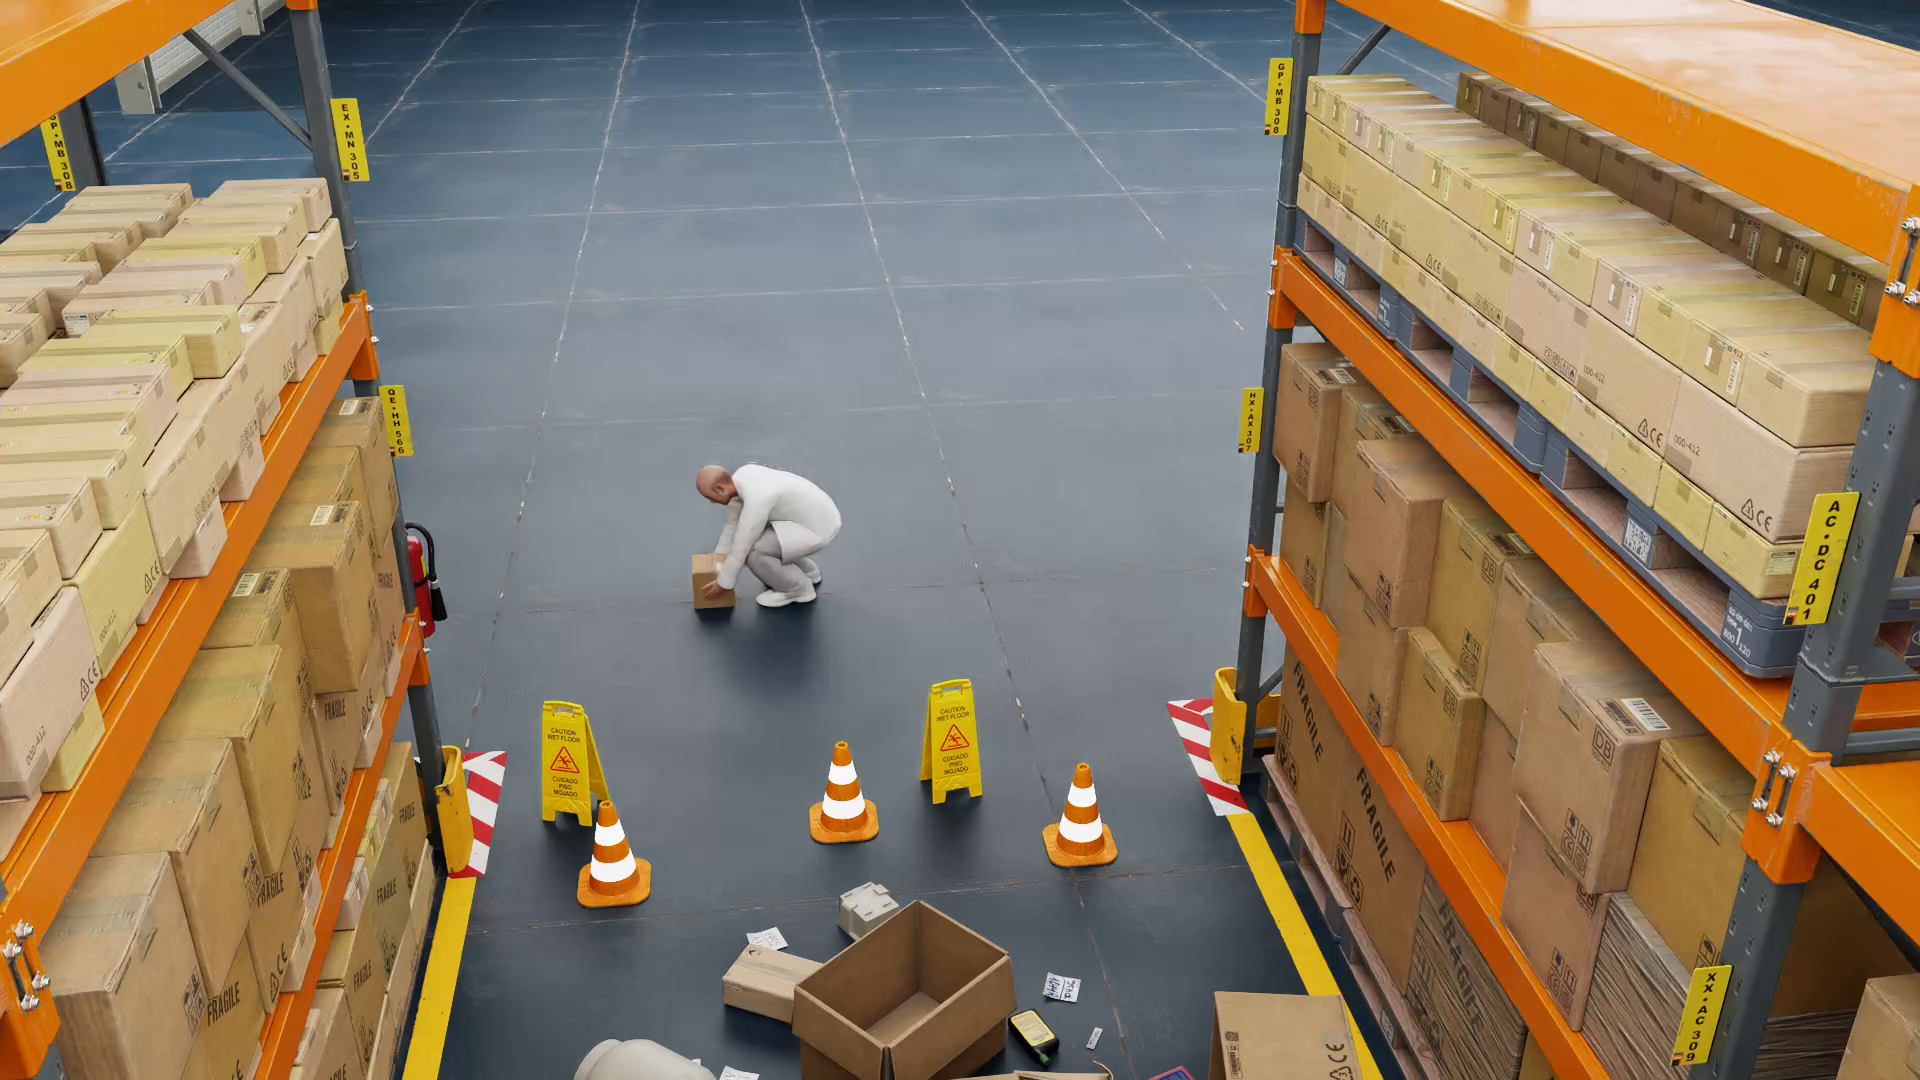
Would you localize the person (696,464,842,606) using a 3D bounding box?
[{"bbox_3d":[-1.174,-0.058,10.210,0.895,0.907,0.611,-4,27,-7],"label":"person"}]
